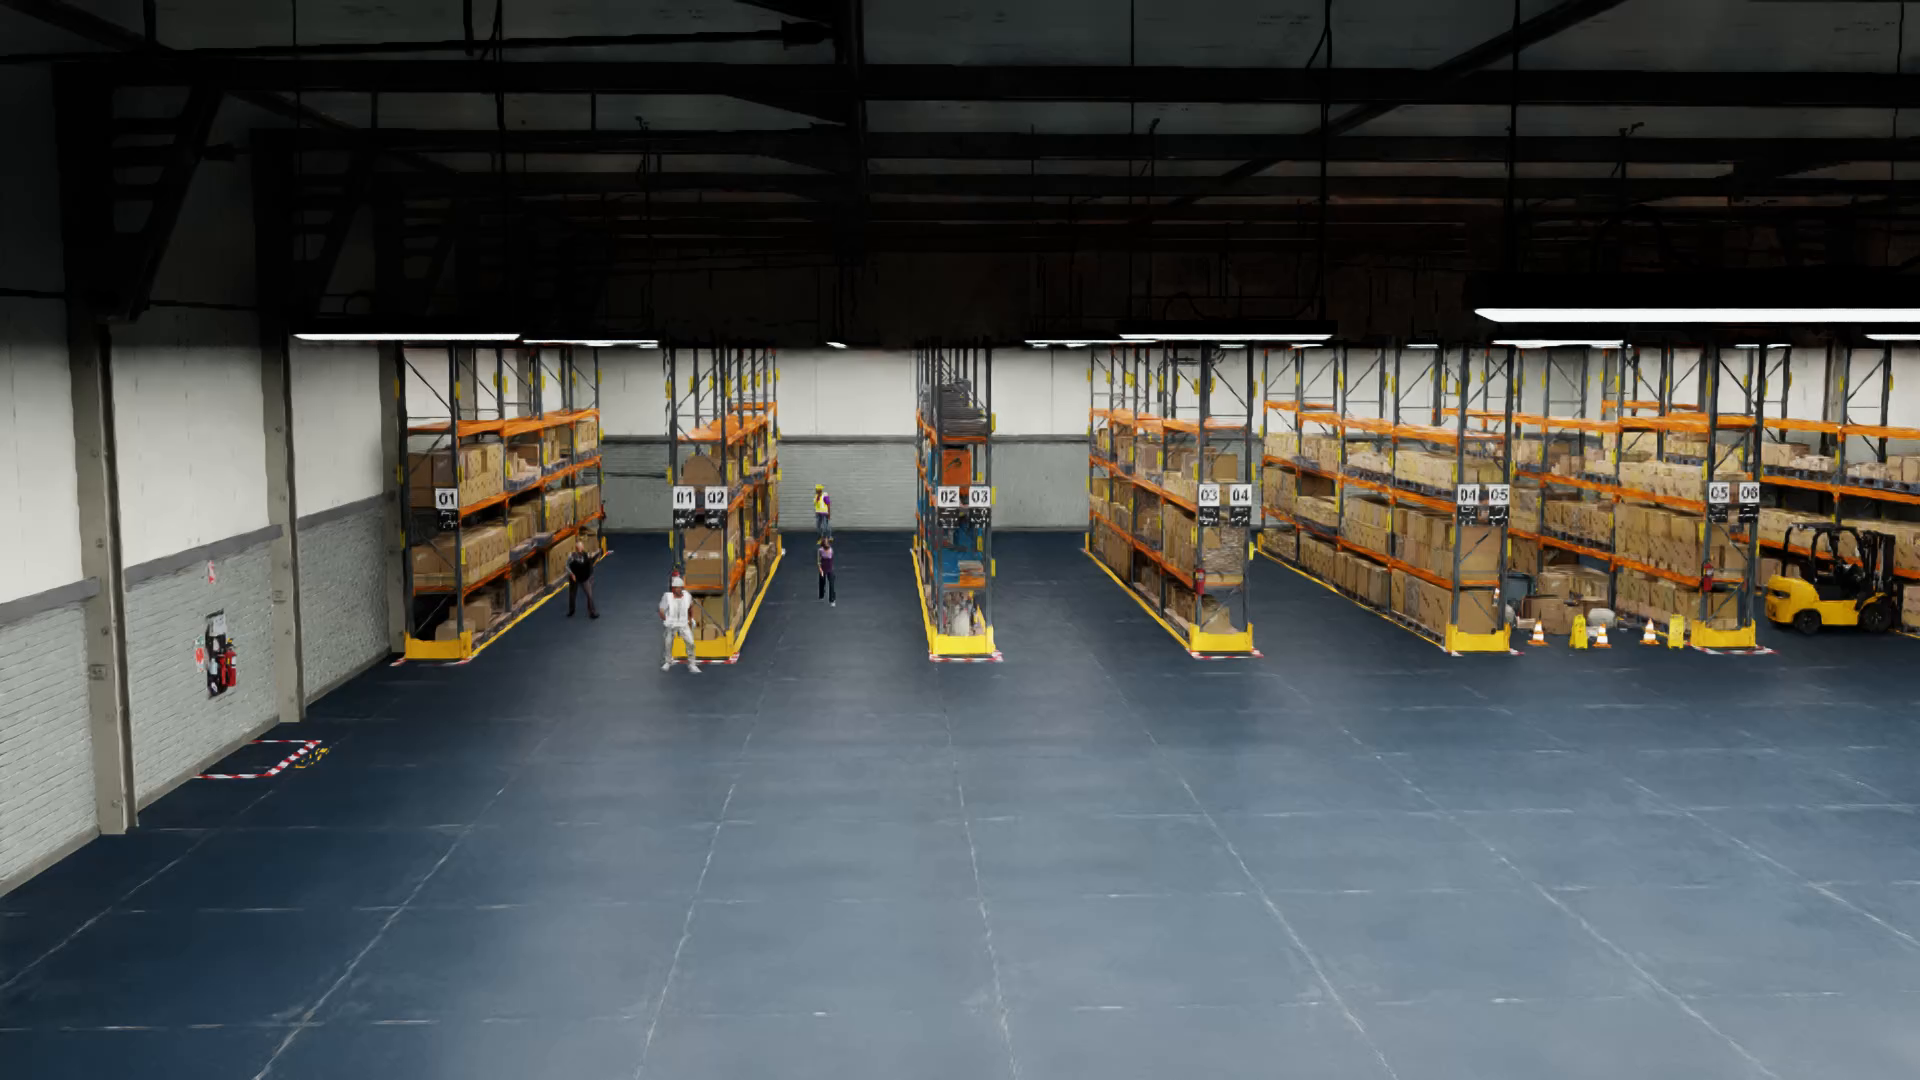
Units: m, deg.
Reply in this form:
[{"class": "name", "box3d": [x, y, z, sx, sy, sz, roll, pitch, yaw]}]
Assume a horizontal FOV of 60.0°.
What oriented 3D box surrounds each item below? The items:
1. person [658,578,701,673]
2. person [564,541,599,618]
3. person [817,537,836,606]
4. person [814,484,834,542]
[{"class": "person", "box3d": [-5.027, 1.505, 29.600, 0.701, 1.717, 0.849, -2, 7, -19]}, {"class": "person", "box3d": [-8.158, 0.842, 35.724, 0.683, 1.658, 0.837, -2, 7, -19]}, {"class": "person", "box3d": [-3.027, 0.692, 37.503, 0.412, 1.533, 0.946, -1, 7, -11]}, {"class": "person", "box3d": [-4.104, -0.813, 49.947, 0.607, 1.752, 0.573, 4, 8, 33]}]
